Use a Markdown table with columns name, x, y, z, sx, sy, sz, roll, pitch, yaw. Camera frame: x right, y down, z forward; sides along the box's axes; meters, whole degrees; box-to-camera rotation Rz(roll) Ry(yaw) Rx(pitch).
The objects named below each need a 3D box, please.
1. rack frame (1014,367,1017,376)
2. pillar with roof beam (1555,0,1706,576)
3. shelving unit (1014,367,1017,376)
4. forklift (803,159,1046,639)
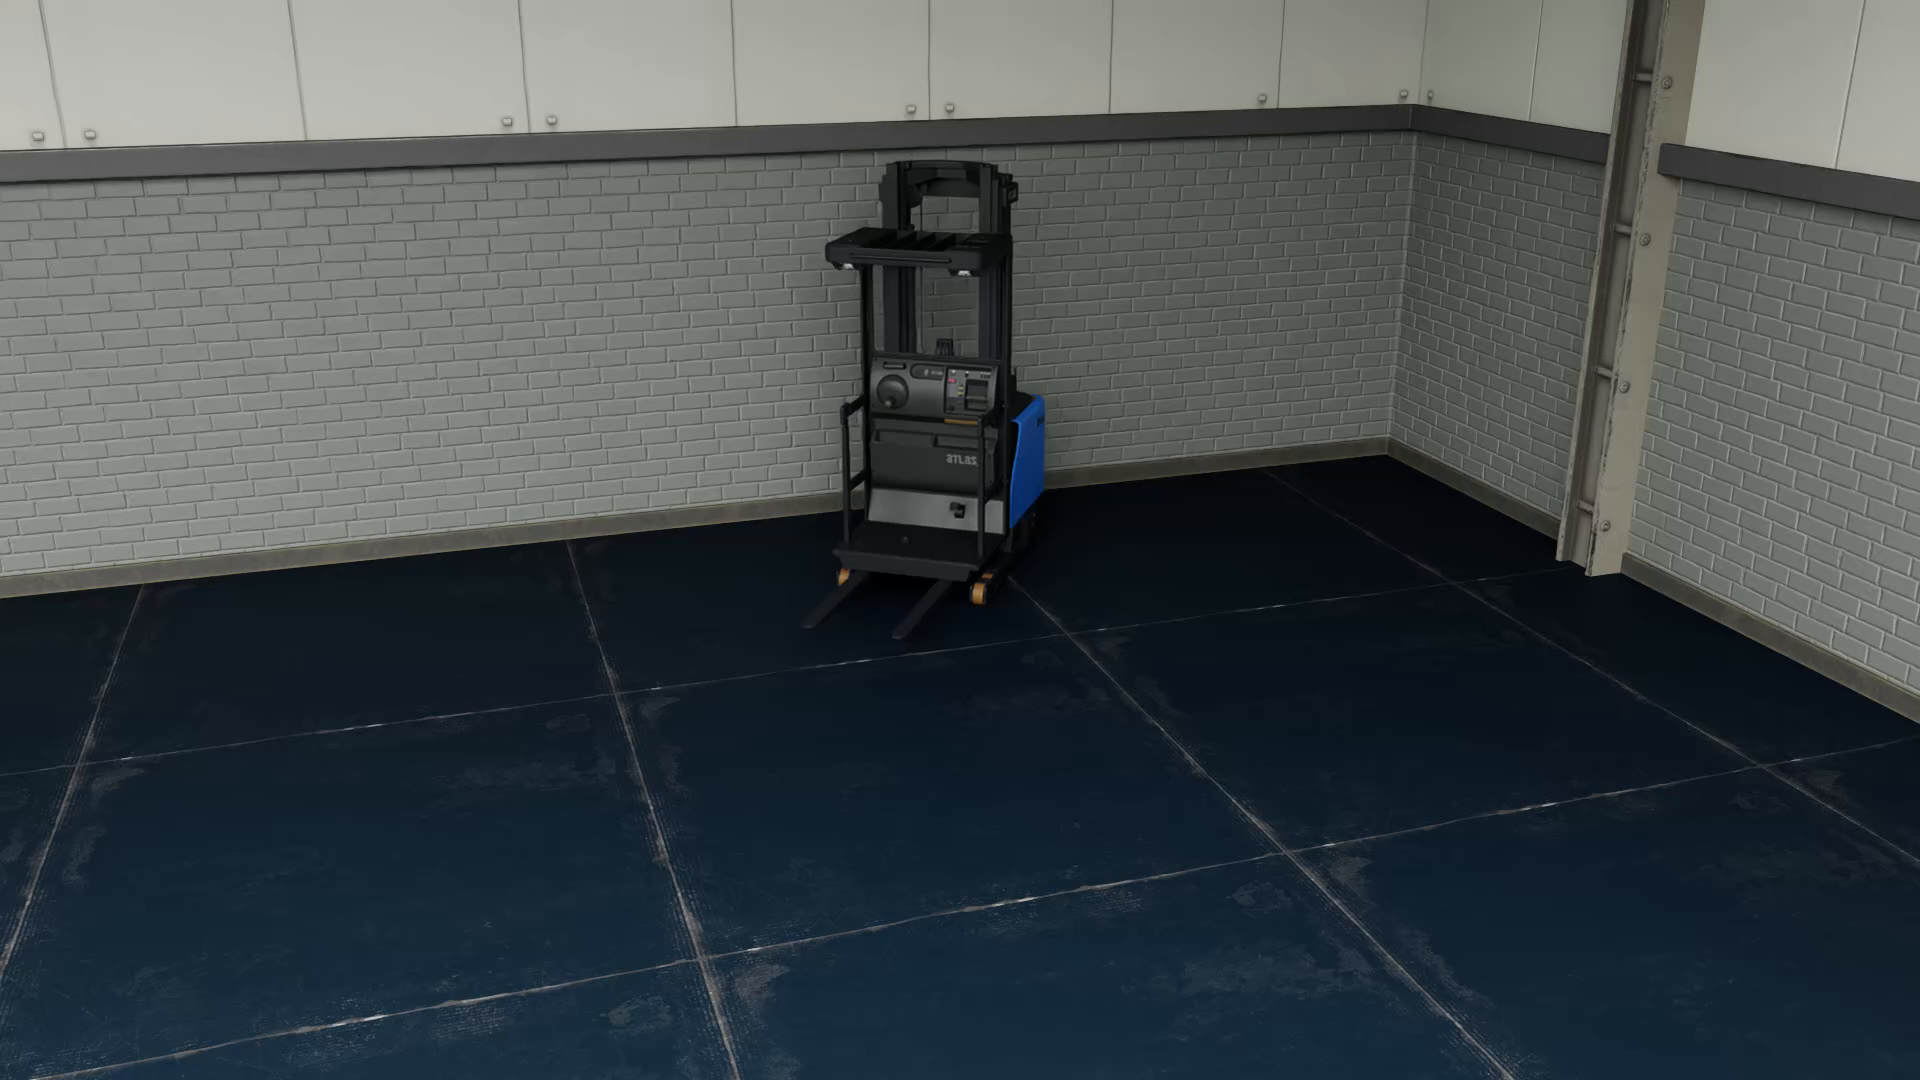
| name | x | y | z | sx | sy | sz | roll | pitch | yaw |
| --- | --- | --- | --- | --- | --- | --- | --- | --- | --- |
| rack frame | 0.394 | -0.775 | 13.300 | 0.015 | 1.200 | 0.240 | 9 | 21 | 23 |
| pillar with roof beam | 0.603 | -3.590 | 9.600 | 9.100 | 9.000 | 0.400 | -6 | 21 | -17 |
| shelving unit | 0.171 | -0.809 | 13.394 | 0.503 | 1.200 | 0.258 | 9 | 21 | 23 |
| forklift | -0.247 | -1.069 | 11.557 | 1.130 | 2.935 | 3.031 | 6 | 21 | 16 |
